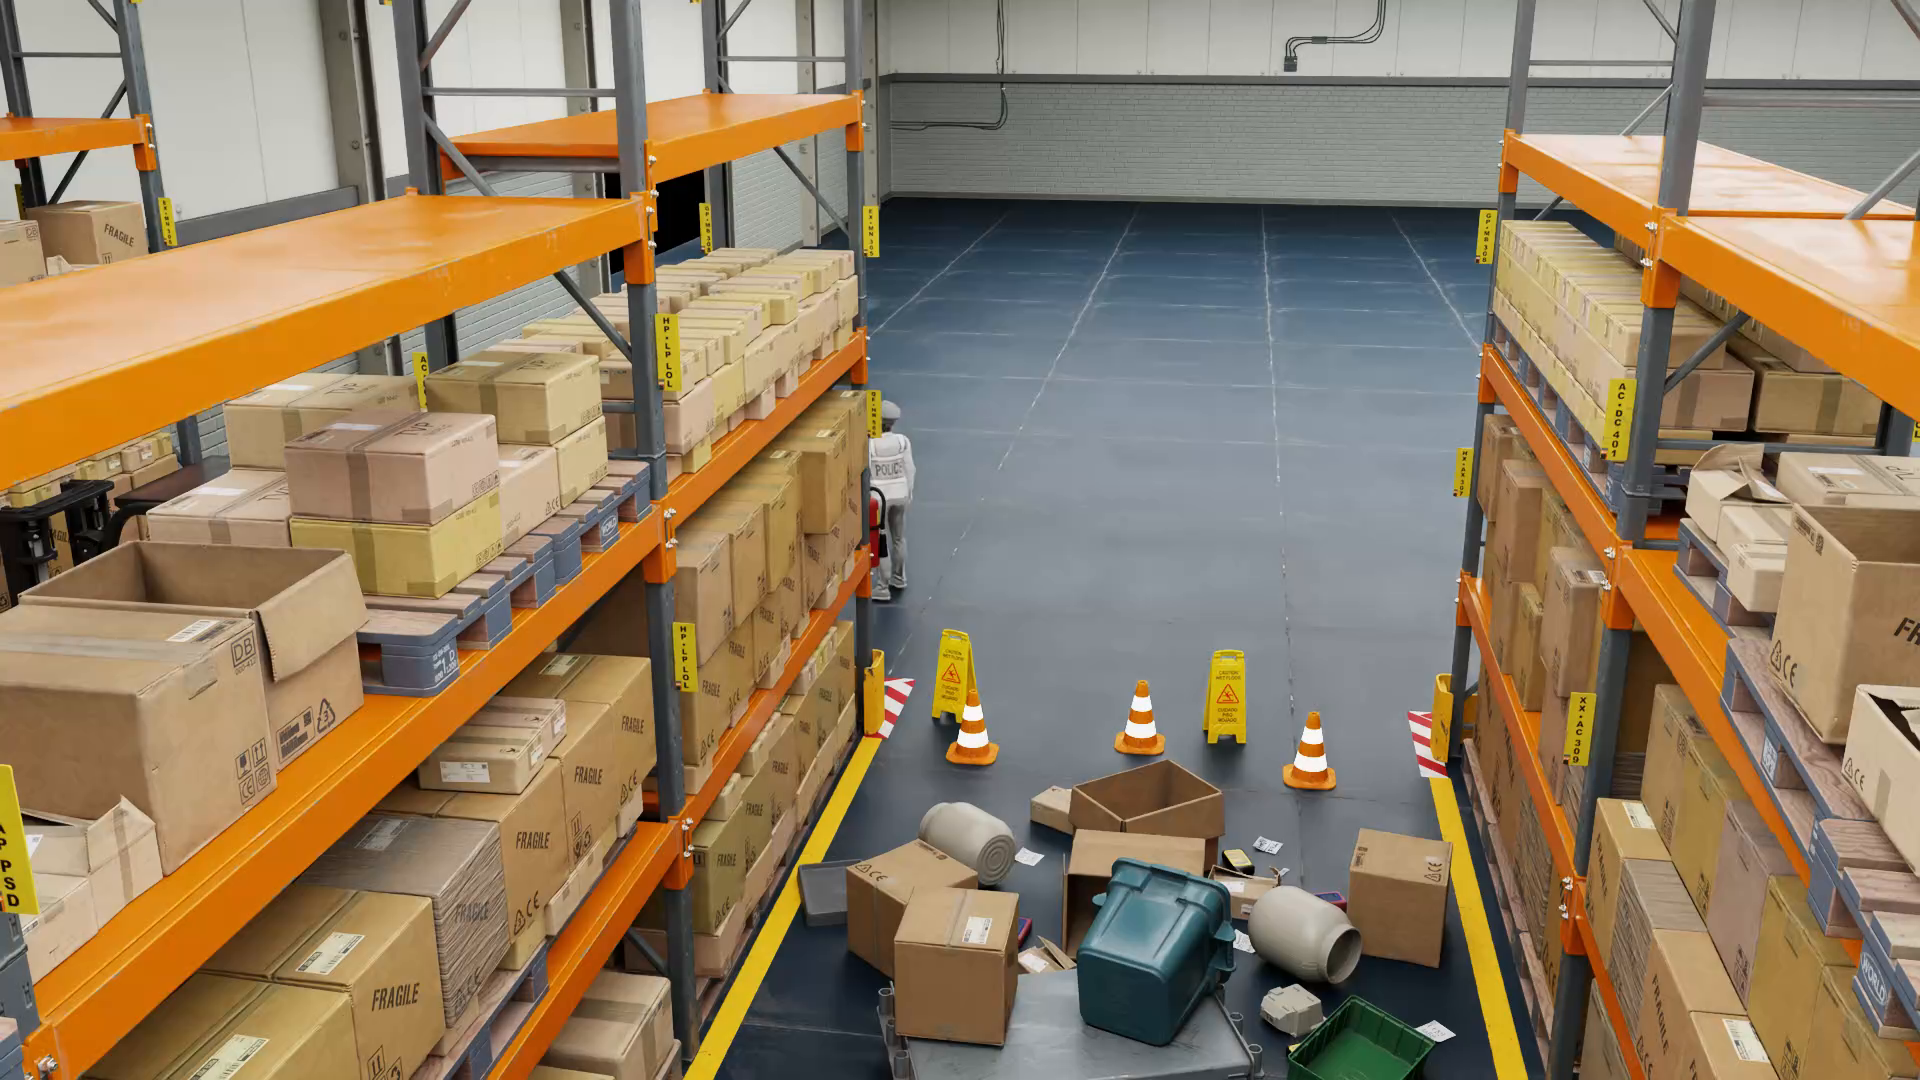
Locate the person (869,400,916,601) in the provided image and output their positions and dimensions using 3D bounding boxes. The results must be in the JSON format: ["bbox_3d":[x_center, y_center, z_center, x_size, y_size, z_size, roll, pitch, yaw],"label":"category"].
[{"bbox_3d":[-0.649,-0.360,14.067,0.565,1.688,0.516,-8,20,-23],"label":"person"}]
